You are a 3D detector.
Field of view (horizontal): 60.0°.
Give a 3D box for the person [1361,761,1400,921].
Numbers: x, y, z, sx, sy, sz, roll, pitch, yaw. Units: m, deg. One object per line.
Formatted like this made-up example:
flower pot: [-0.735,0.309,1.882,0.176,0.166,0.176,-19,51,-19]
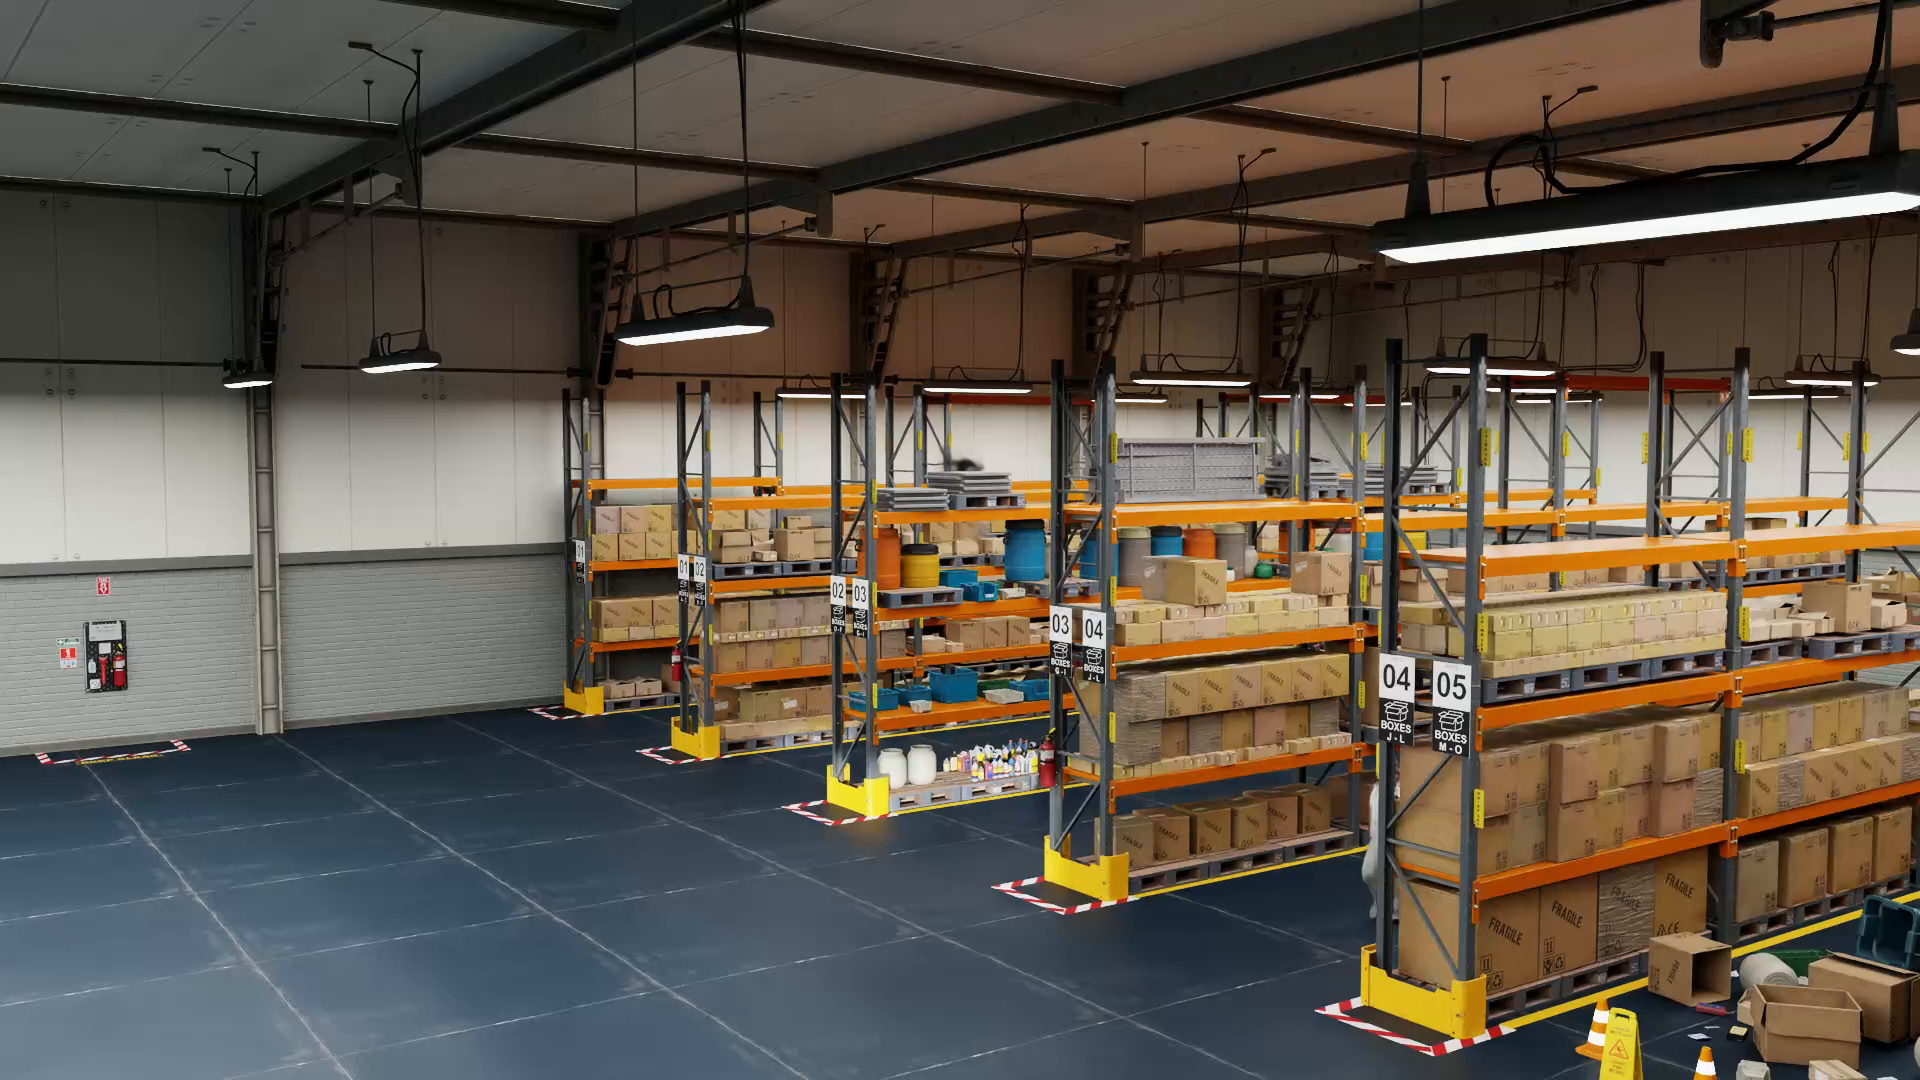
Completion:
person: [4.510,3.166,17.493,0.661,1.784,0.685,3,5,43]
